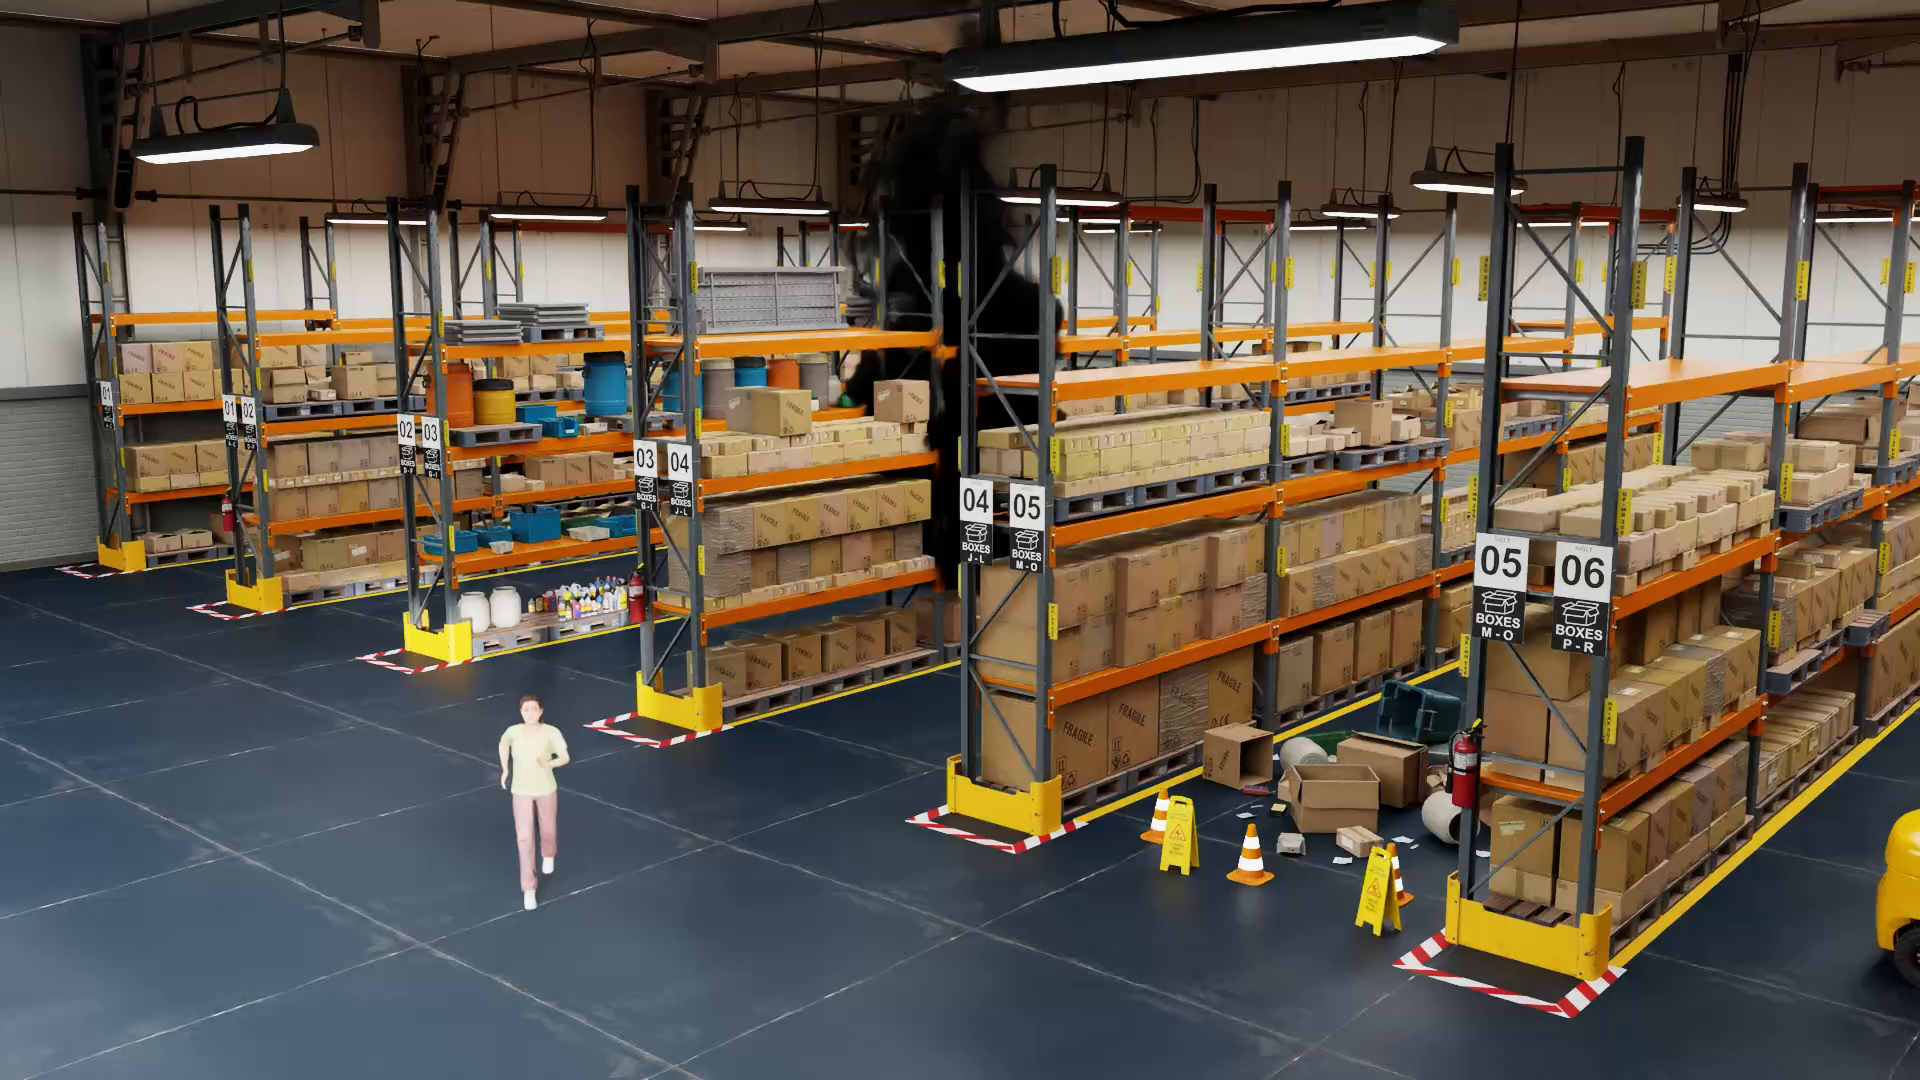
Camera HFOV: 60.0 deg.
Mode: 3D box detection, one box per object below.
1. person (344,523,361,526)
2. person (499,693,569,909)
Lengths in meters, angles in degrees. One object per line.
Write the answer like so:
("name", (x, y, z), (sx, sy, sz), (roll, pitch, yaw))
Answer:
("person", (-10.200, -0.236, 27.892), (0.553, 1.584, 0.723), (7, 12, 34))
("person", (-3.488, 2.073, 13.650), (0.573, 1.659, 0.964), (-2, 10, -11))
